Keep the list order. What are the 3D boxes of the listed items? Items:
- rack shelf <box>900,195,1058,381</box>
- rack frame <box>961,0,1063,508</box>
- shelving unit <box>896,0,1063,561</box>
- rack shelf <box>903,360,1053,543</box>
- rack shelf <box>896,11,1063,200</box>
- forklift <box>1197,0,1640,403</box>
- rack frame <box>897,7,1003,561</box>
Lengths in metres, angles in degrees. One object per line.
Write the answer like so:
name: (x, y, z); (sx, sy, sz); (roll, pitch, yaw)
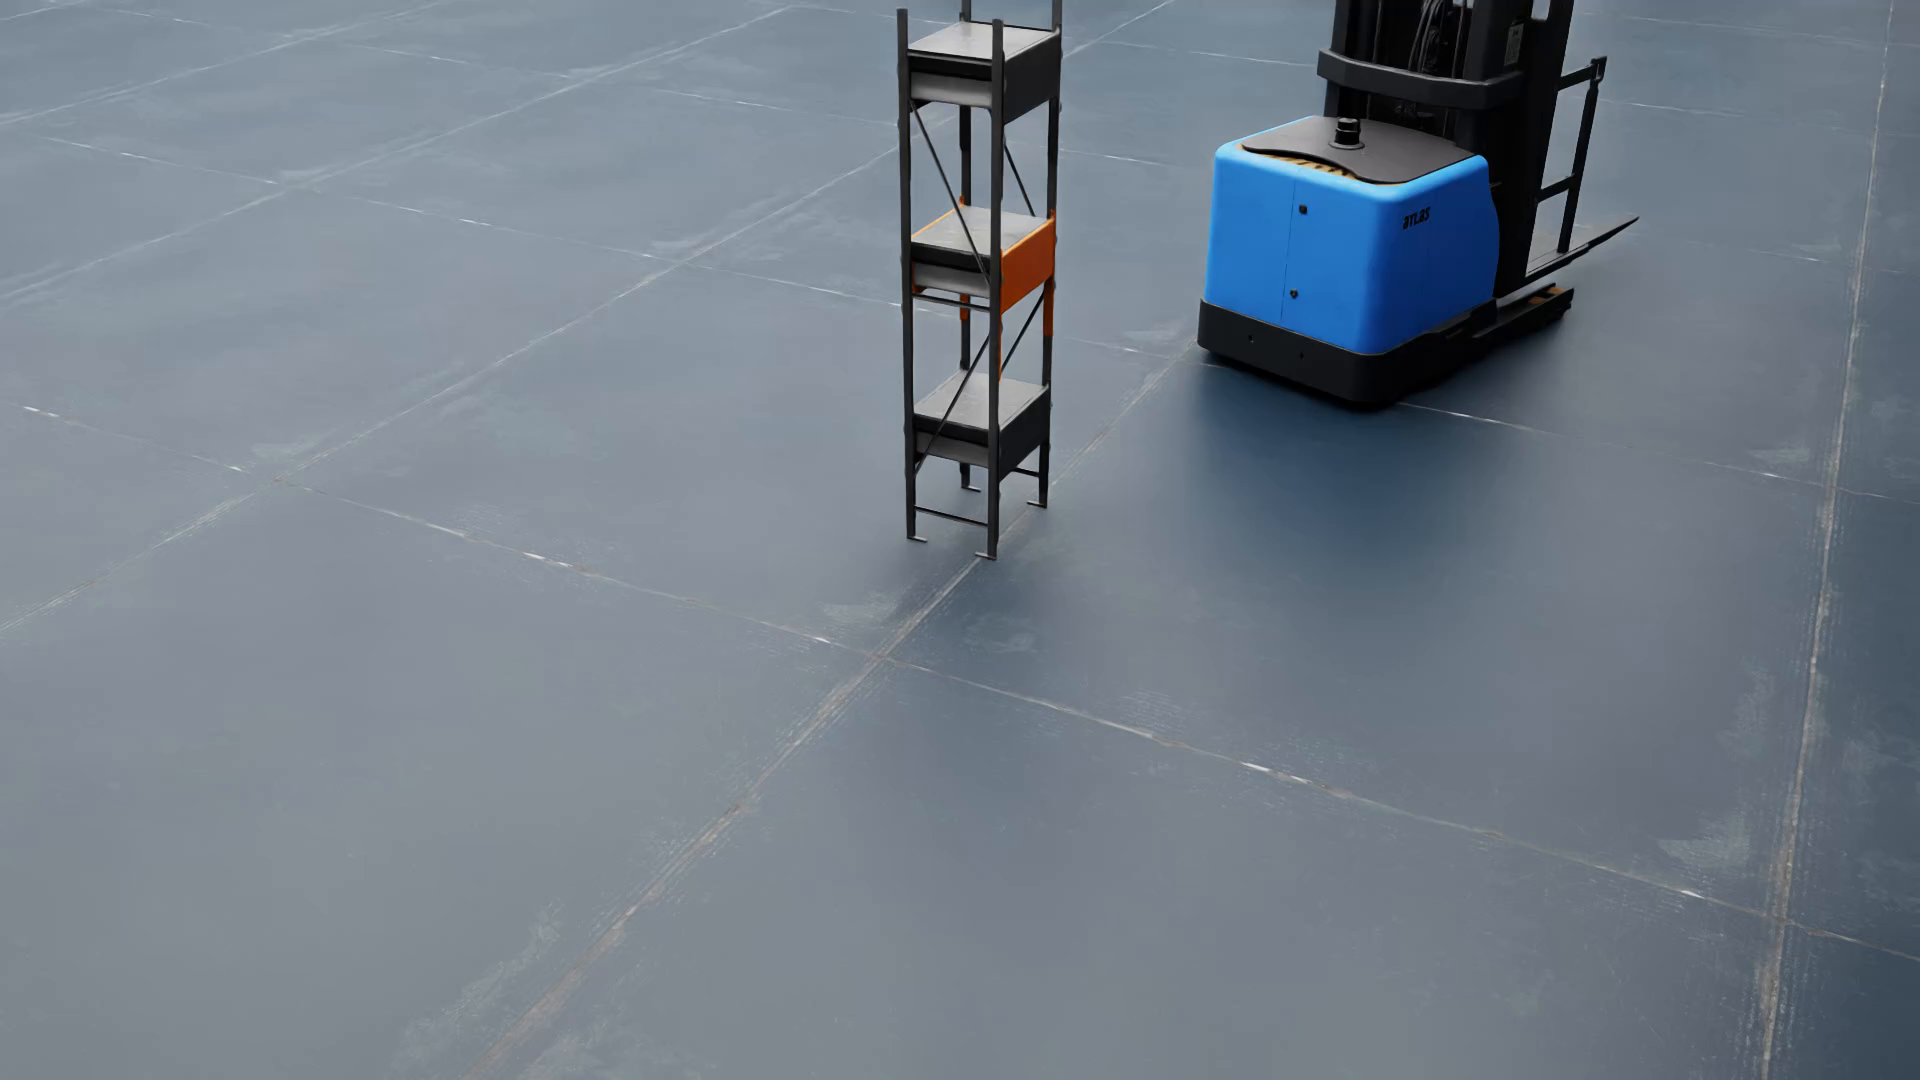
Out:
rack shelf: (0.075, -0.972, 6.362); (0.431, 0.518, 0.480); (14, 33, 23)
rack frame: (0.187, -1.092, 6.543); (0.400, 2.100, 0.015); (14, 33, 23)
shelving unit: (0.075, -0.984, 6.355); (0.431, 2.100, 0.503); (14, 33, 23)
rack shelf: (0.075, -0.365, 6.710); (0.431, 0.518, 0.480); (14, 33, 23)
rack shelf: (0.075, -1.579, 6.013); (0.431, 0.518, 0.480); (14, 33, 23)
forklift: (2.593, -2.537, 8.224); (3.031, 2.935, 1.130); (-26, 39, -37)
rack frame: (-0.036, -0.876, 6.167); (0.400, 2.100, 0.015); (14, 33, 23)
